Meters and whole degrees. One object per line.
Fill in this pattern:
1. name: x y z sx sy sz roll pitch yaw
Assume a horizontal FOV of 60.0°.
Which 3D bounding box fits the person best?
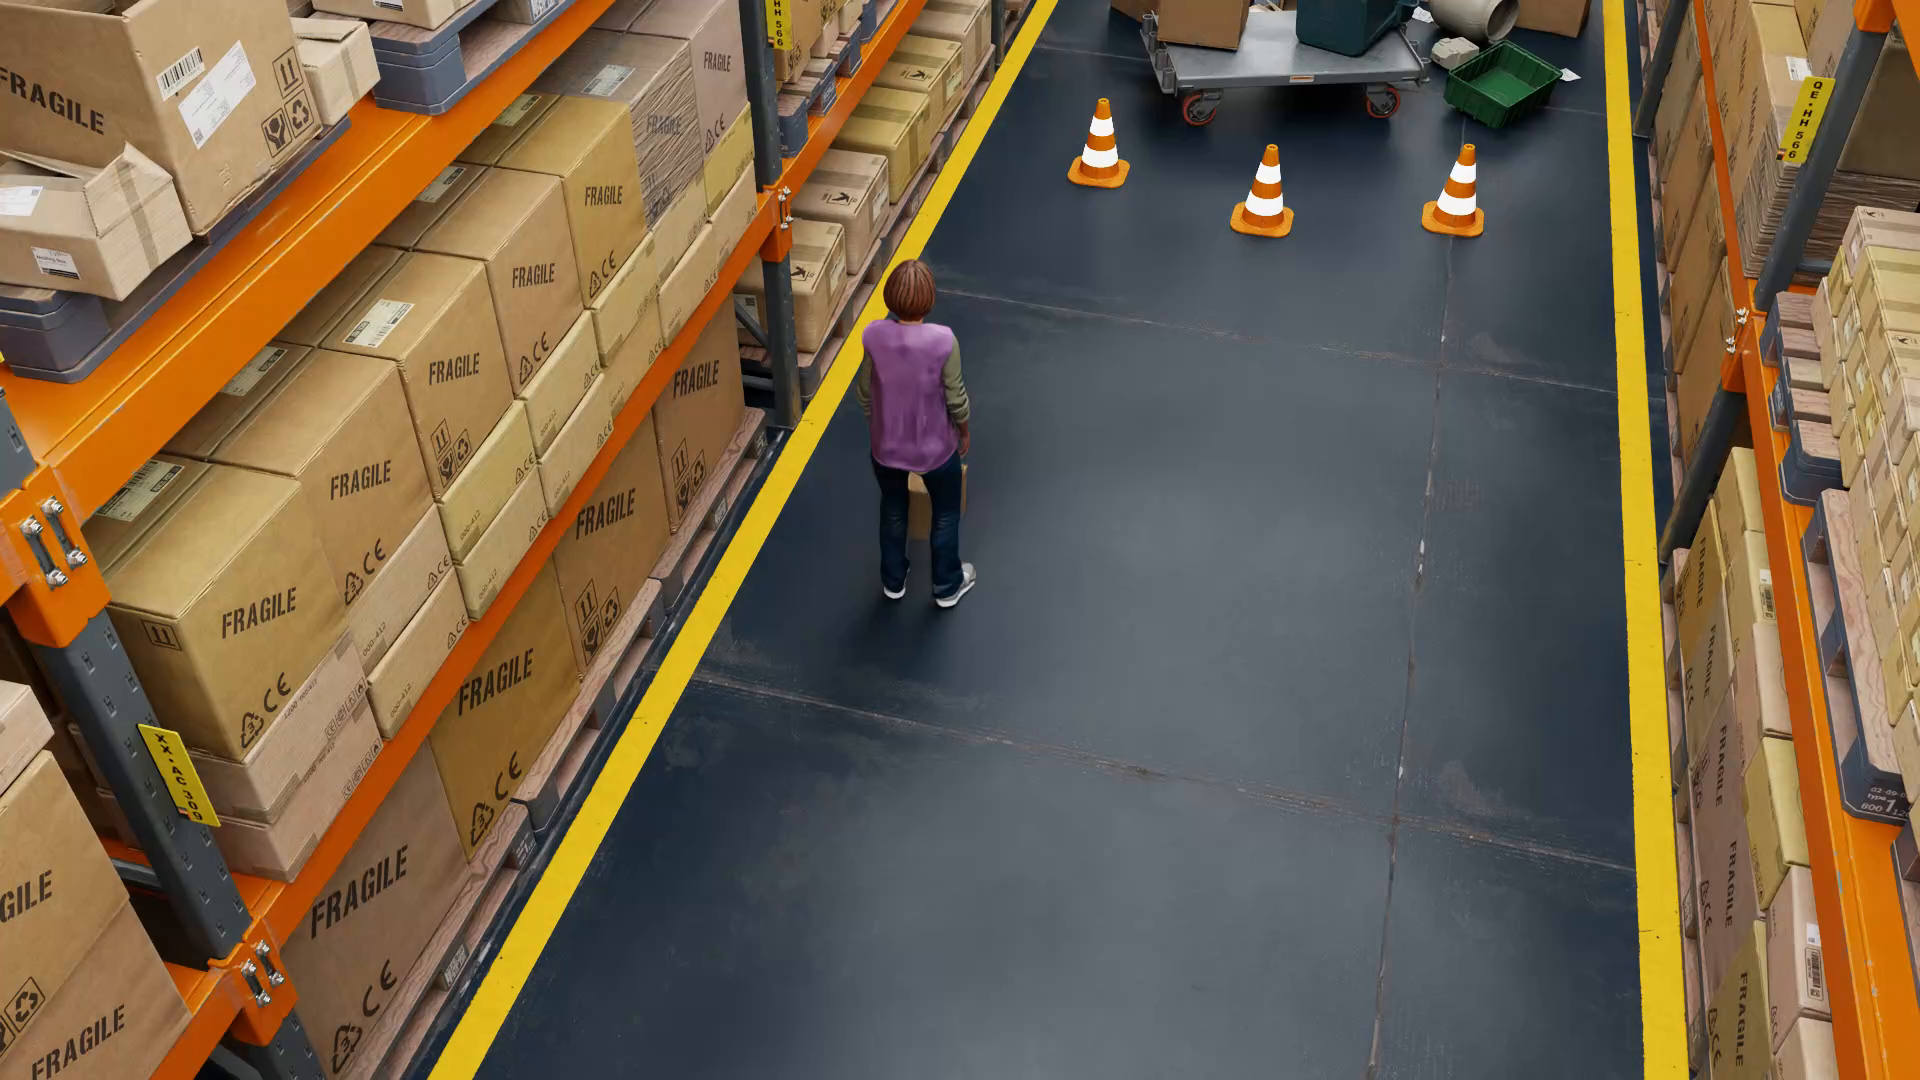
1. person: -0.178 -0.381 6.603 0.456 1.584 0.342 9 42 10
